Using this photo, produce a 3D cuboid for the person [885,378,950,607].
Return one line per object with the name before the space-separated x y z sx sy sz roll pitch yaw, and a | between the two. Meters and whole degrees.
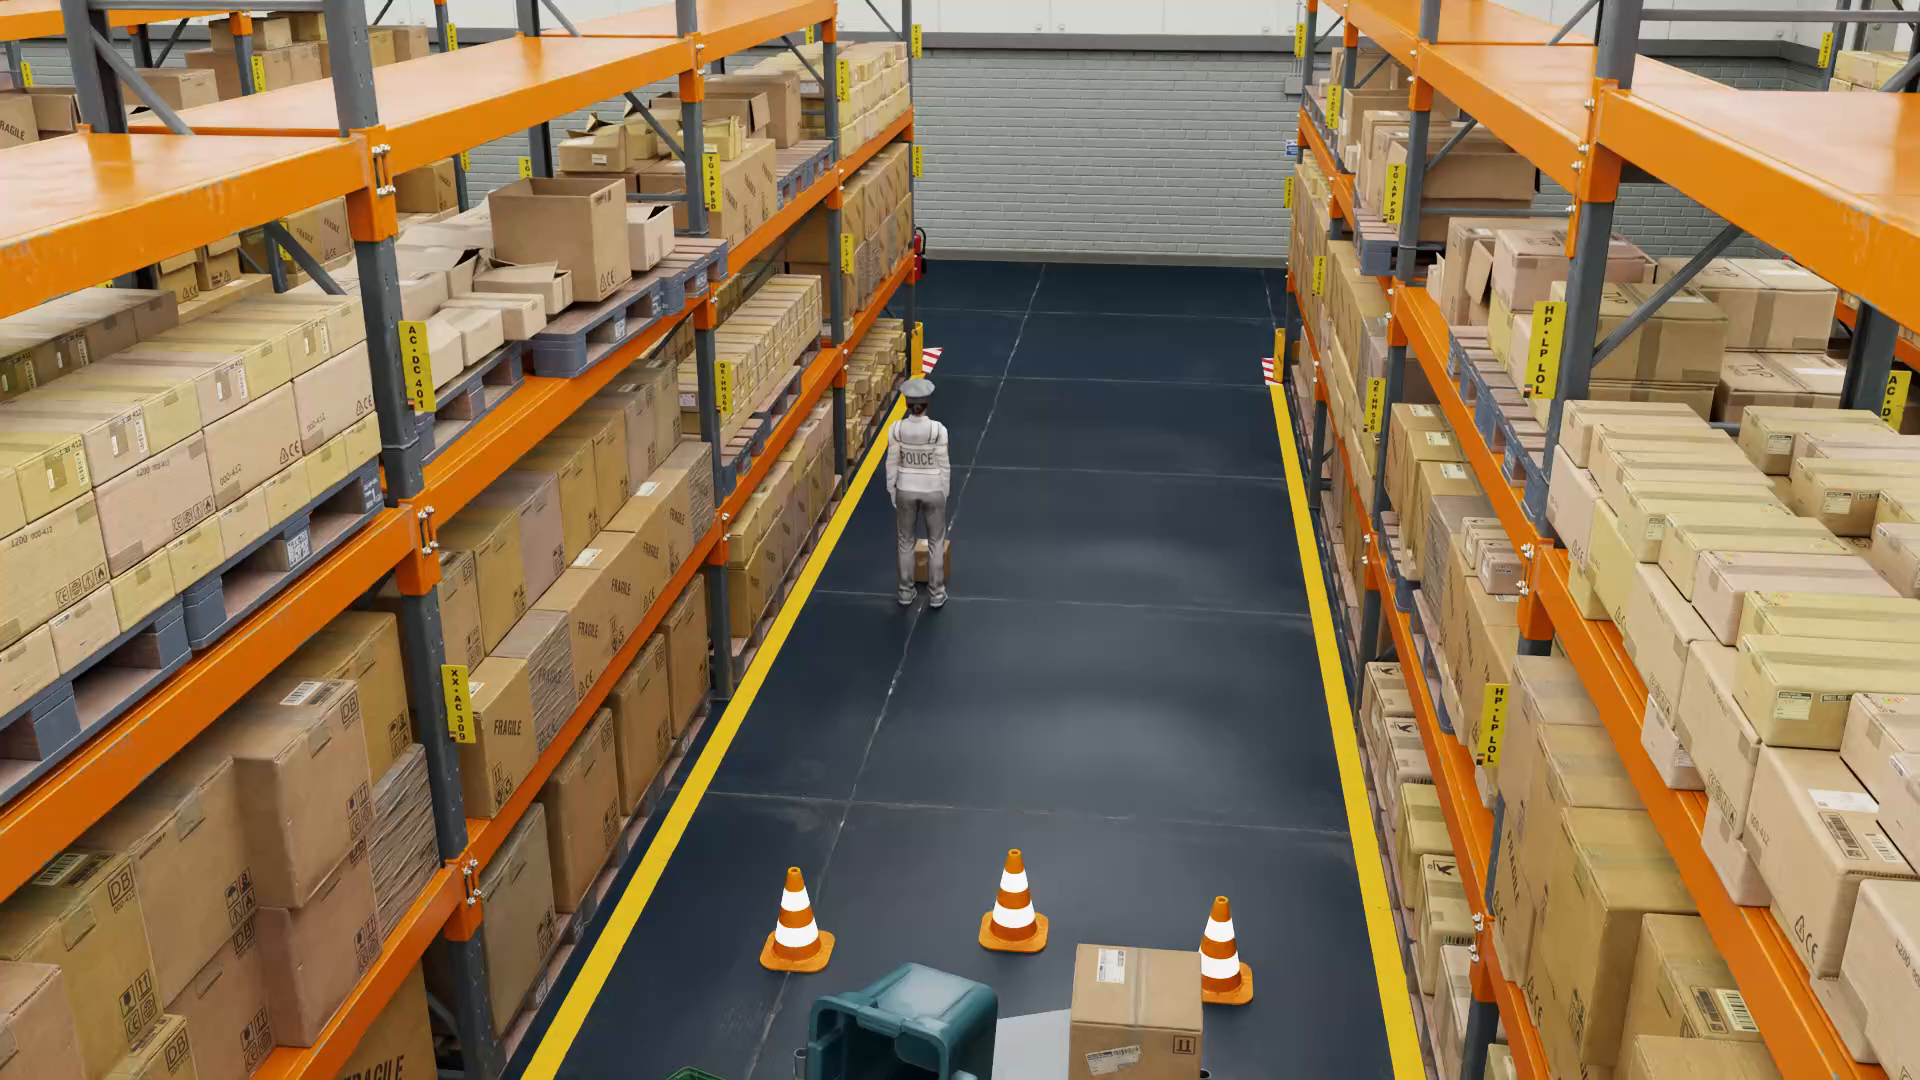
person | -0.295 -0.336 11.938 0.466 1.673 0.333 3 22 8
